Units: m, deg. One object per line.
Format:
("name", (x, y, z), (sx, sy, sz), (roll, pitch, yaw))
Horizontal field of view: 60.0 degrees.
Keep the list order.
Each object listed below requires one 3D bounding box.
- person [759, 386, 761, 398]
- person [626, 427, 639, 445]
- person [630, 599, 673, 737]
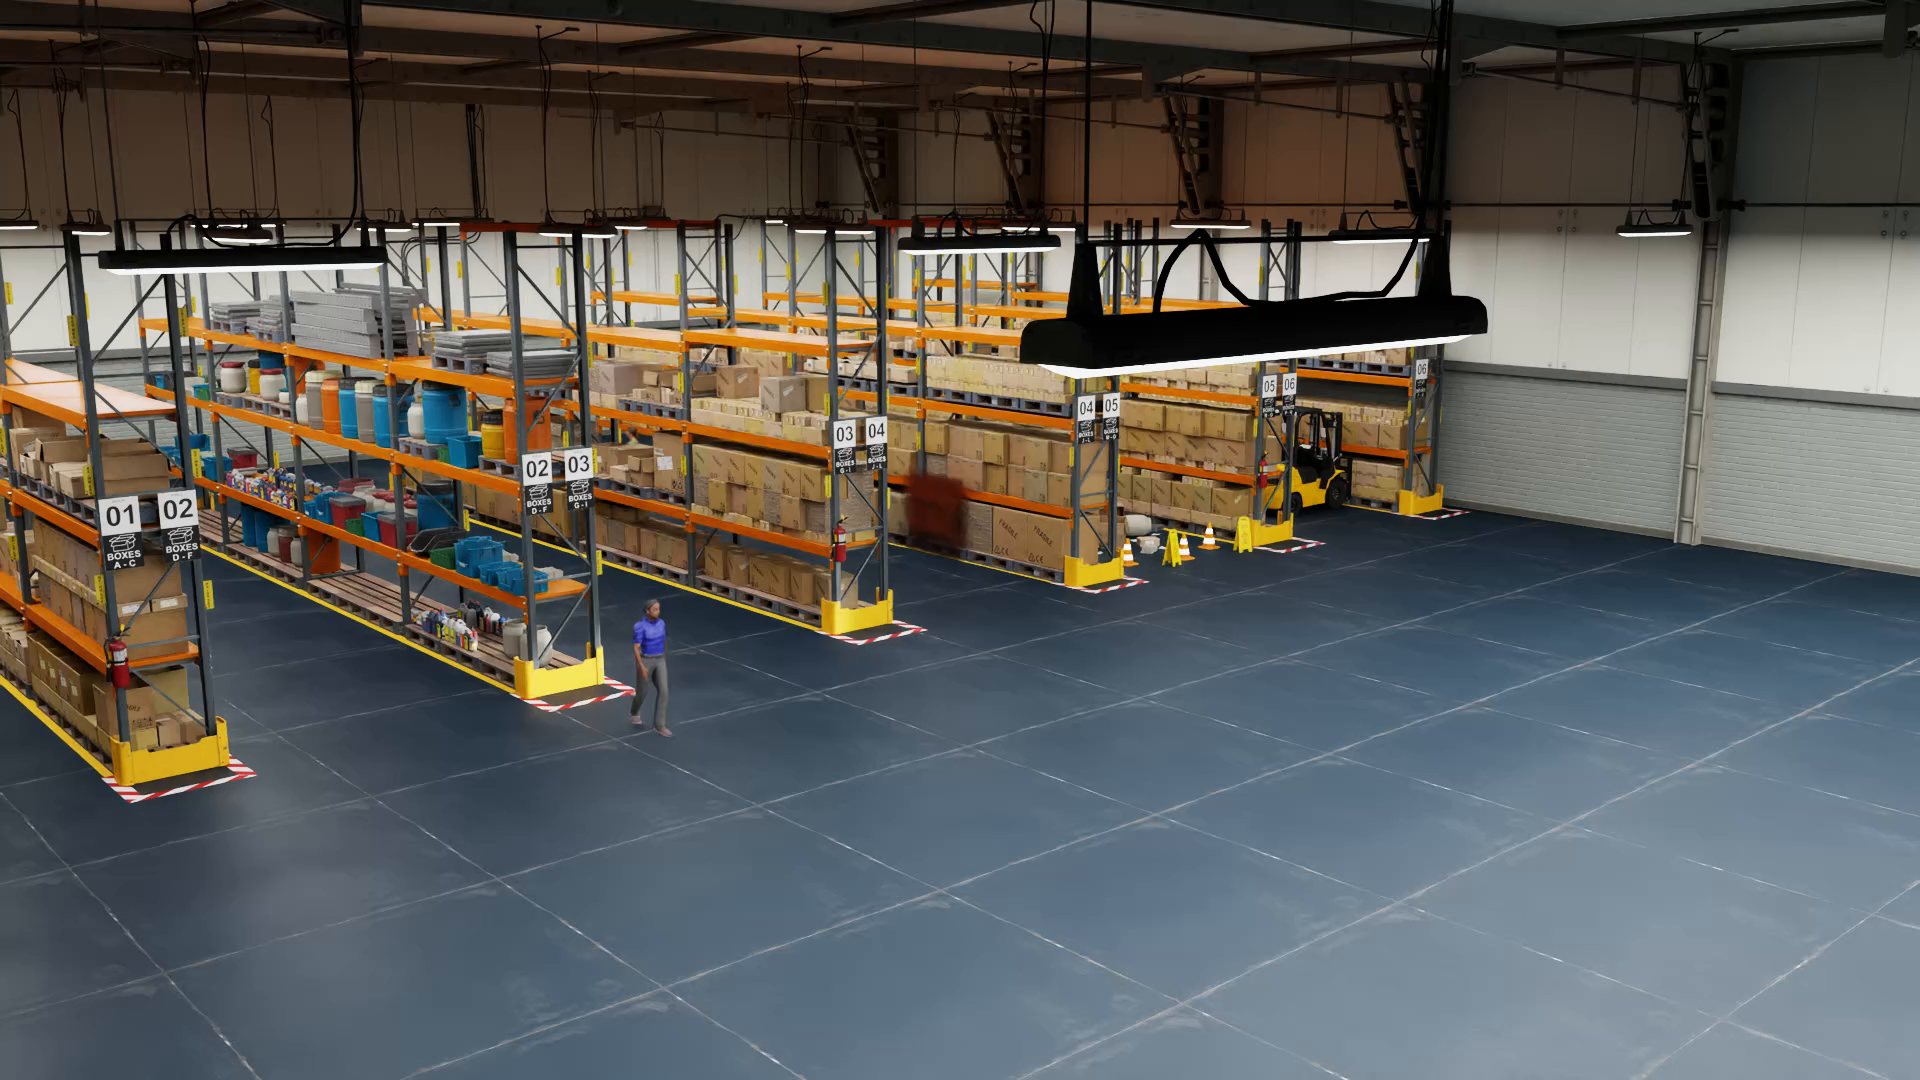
("person", (-5.446, -3.866, 46.754), (0.501, 1.647, 0.592), (1, 12, 7))
("person", (-6.938, -1.566, 35.517), (0.405, 1.721, 0.486), (1, 11, 6))
("person", (-3.750, 1.528, 20.254), (0.786, 1.650, 0.538), (11, 16, 43))
